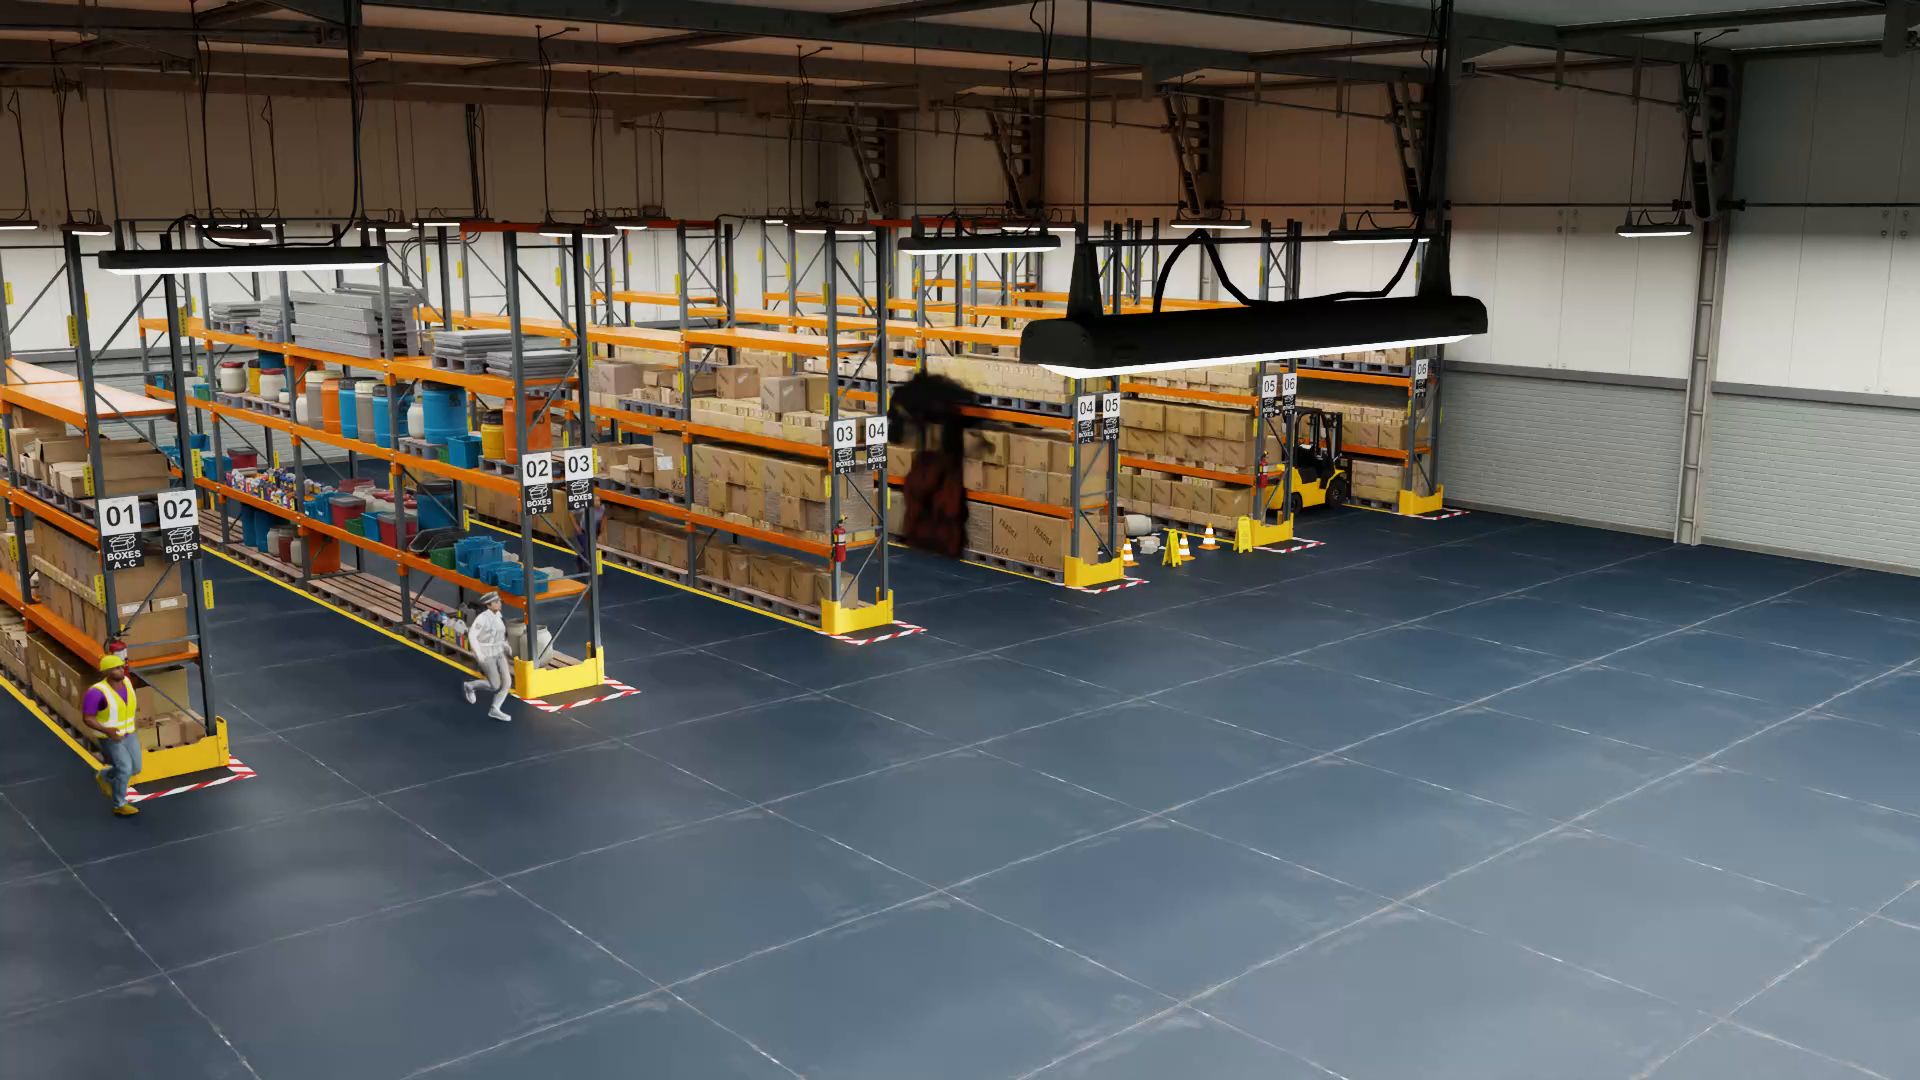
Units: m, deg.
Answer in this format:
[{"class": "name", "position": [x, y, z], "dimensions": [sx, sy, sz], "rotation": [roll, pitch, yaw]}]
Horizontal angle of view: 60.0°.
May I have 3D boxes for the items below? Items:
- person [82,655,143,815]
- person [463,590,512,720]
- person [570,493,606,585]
[{"class": "person", "position": [-8.895, 2.028, 17.457], "dimensions": [0.652, 1.723, 0.694], "rotation": [3, 12, 16]}, {"class": "person", "position": [-5.899, 1.425, 20.705], "dimensions": [0.611, 1.642, 0.628], "rotation": [4, 12, 18]}, {"class": "person", "position": [-6.357, -0.046, 28.298], "dimensions": [0.641, 1.598, 0.962], "rotation": [-9, 14, -37]}]
